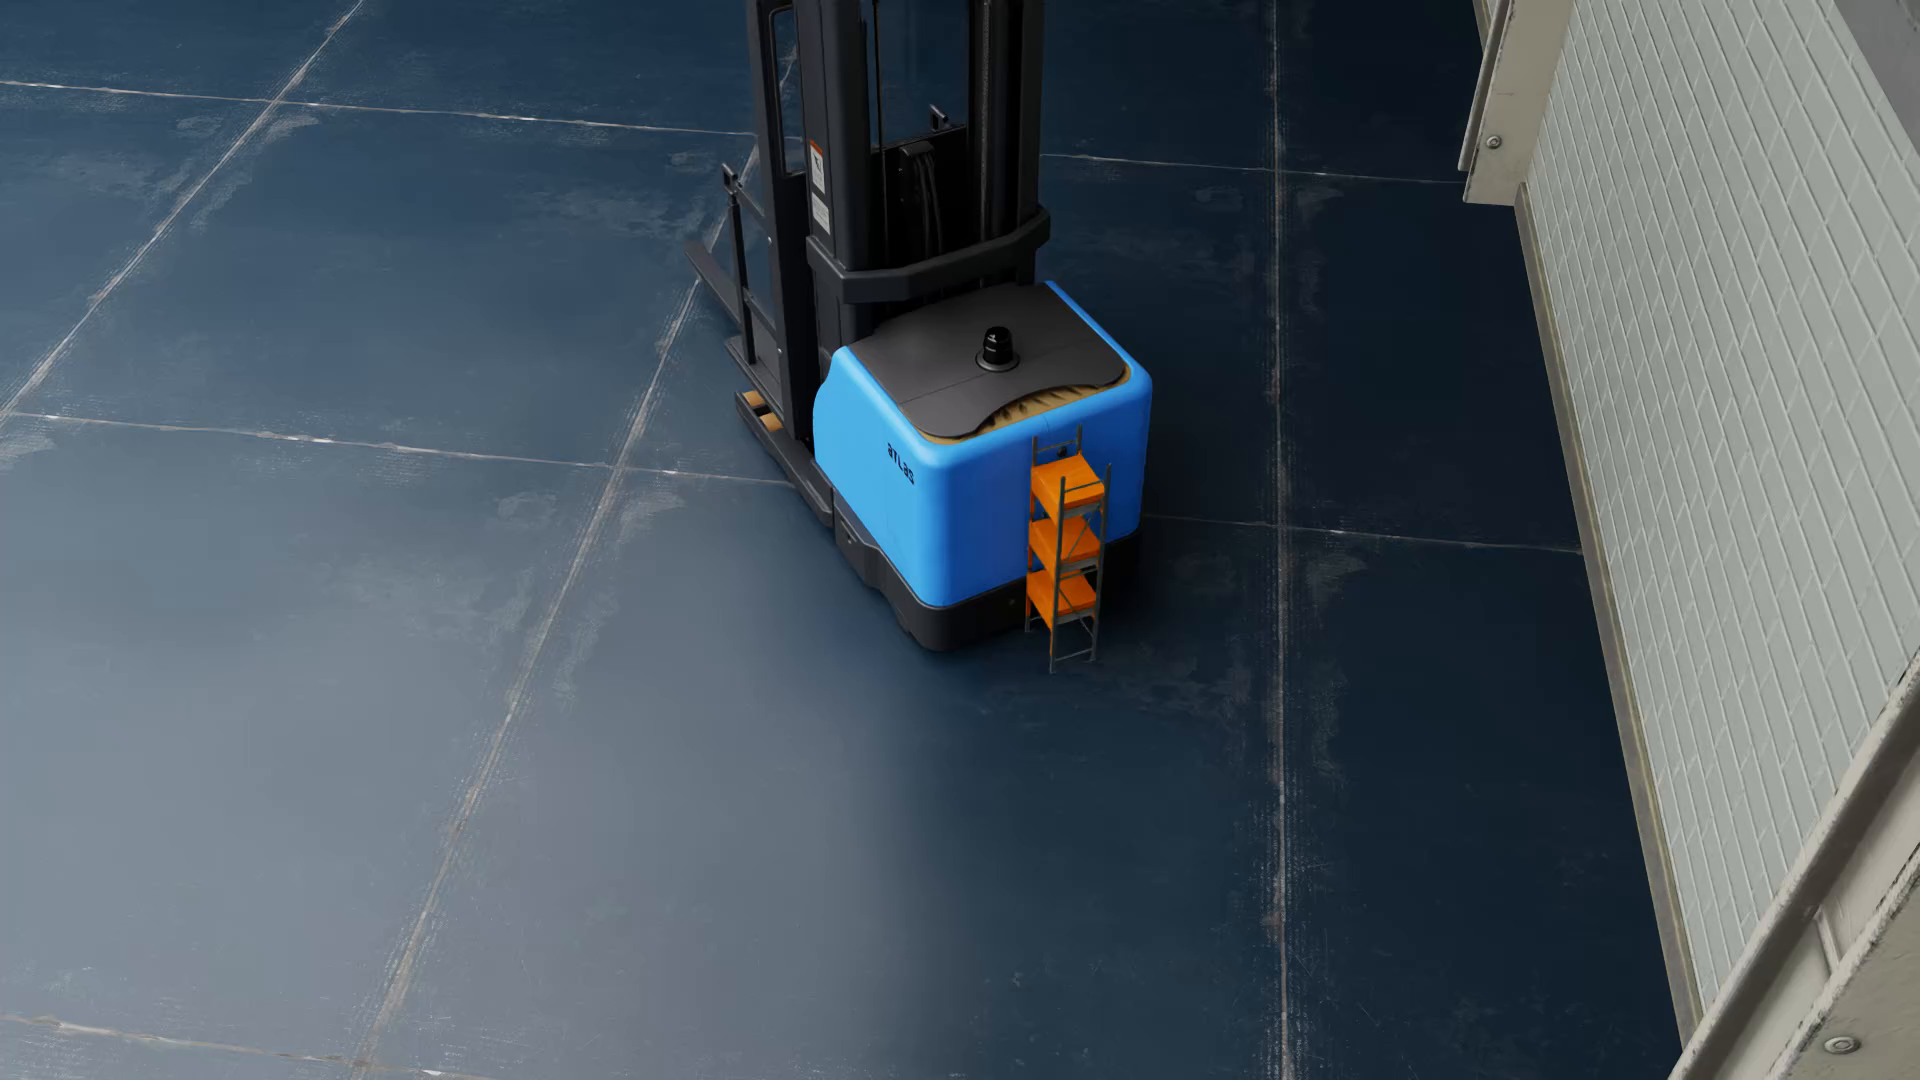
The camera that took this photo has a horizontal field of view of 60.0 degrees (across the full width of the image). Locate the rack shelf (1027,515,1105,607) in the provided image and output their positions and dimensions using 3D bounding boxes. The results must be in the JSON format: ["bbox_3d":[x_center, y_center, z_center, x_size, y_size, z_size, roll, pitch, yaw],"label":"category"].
[{"bbox_3d":[0.408,0.062,6.437,0.215,0.259,0.240,-16,46,-16],"label":"rack shelf"}]

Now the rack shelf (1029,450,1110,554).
[{"bbox_3d":[0.408,-0.144,6.242,0.215,0.259,0.240,-16,46,-16],"label":"rack shelf"}]

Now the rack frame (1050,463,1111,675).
[{"bbox_3d":[0.454,0.132,6.347,0.200,1.050,0.008,-16,46,-16],"label":"rack frame"}]

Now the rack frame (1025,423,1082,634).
[{"bbox_3d":[0.361,-0.023,6.511,0.200,1.050,0.008,-16,46,-16],"label":"rack frame"}]

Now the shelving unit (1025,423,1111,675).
[{"bbox_3d":[0.408,0.054,6.429,0.215,1.050,0.252,-16,46,-16],"label":"shelving unit"}]

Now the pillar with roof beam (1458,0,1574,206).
[{"bbox_3d":[-1.292,-5.655,6.677,9.100,9.000,0.400,5,44,6],"label":"pillar with roof beam"}]

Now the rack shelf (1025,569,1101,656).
[{"bbox_3d":[0.408,0.264,6.628,0.215,0.259,0.240,-16,46,-16],"label":"rack shelf"}]

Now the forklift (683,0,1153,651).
[{"bbox_3d":[-0.396,-1.625,6.834,1.130,2.935,3.031,-21,47,-21],"label":"forklift"}]
